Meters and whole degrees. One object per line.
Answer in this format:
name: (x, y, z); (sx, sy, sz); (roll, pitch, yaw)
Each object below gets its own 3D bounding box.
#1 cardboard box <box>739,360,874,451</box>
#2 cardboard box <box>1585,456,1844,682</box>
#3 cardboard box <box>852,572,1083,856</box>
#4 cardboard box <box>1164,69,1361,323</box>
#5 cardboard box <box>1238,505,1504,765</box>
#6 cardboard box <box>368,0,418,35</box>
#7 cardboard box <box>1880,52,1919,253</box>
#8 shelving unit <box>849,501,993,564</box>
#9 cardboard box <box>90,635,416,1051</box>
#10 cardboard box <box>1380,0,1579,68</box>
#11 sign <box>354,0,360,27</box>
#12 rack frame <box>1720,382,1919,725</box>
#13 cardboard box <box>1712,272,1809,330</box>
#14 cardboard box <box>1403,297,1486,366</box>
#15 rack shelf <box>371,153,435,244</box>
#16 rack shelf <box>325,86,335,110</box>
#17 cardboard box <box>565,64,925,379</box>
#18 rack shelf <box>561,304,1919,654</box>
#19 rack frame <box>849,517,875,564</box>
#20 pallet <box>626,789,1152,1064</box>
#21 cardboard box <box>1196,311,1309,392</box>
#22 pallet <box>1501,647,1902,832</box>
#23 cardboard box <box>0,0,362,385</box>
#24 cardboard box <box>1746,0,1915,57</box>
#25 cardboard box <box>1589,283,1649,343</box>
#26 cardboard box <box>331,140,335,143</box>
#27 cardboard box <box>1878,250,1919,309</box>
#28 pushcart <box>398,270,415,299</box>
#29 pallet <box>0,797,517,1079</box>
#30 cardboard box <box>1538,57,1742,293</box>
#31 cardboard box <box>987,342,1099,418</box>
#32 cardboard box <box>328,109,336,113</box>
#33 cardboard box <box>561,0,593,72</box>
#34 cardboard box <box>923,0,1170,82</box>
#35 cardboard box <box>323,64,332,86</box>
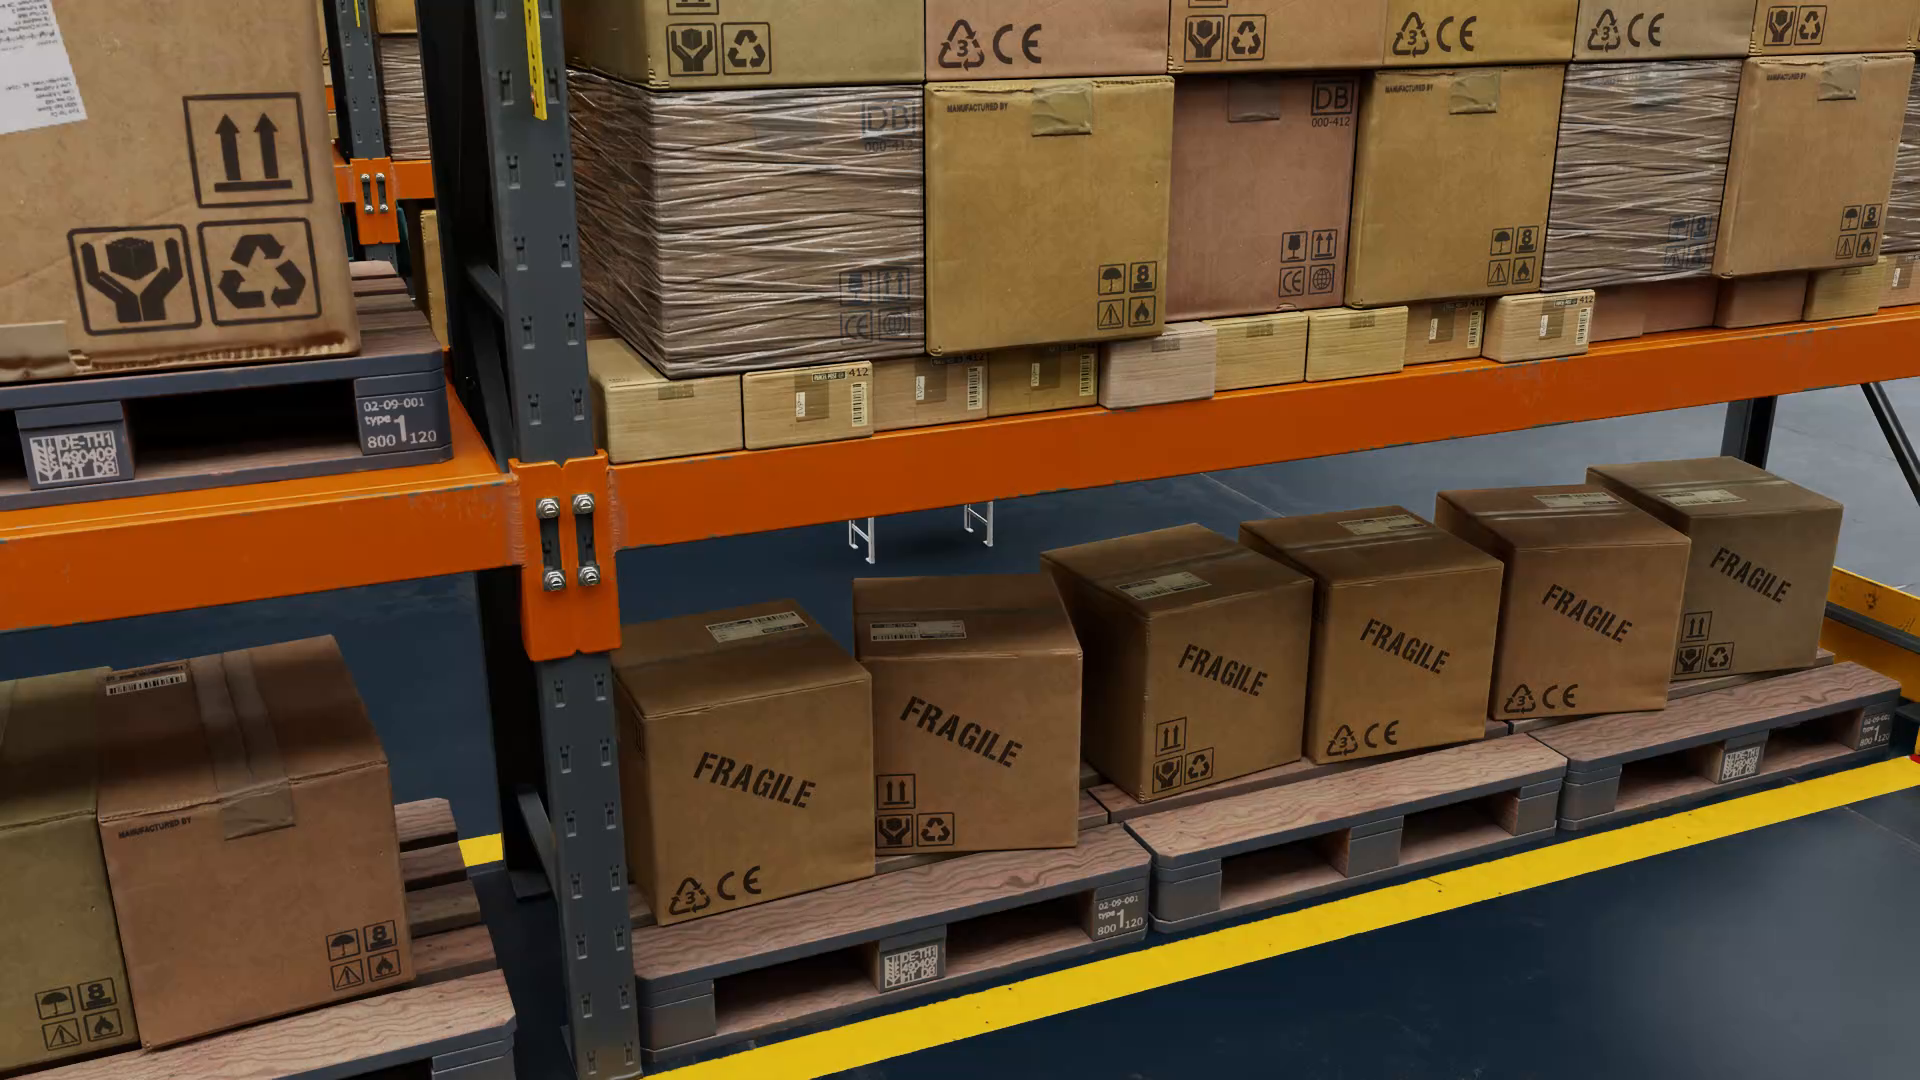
cardboard box: (-0.352, -0.306, 3.252); (0.250, 0.149, 0.380); (-8, 21, -22)
cardboard box: (2.190, 0.073, 4.929); (0.500, 0.500, 0.500); (-4, 20, -12)
cardboard box: (0.003, 0.404, 3.989); (0.500, 0.500, 0.500); (-2, 19, -5)
cardboard box: (0.427, -0.838, 3.787); (0.500, 0.500, 0.875); (-8, 21, -22)
cardboard box: (1.072, 0.239, 4.459); (0.500, 0.500, 0.500); (-6, 20, -17)
cardboard box: (-2.422, -2.603, 7.546); (0.550, 0.550, 0.875); (-8, 21, -22)
cardboard box: (2.254, -1.108, 4.555); (0.500, 0.500, 0.875); (-8, 21, -22)
shelving unit: (-0.152, -0.544, 6.261); (0.503, 1.200, 0.258); (-8, 21, -22)
cardboard box: (-1.475, 0.587, 3.439); (0.500, 0.500, 0.700); (-10, 22, -26)
cardboard box: (0.984, -1.300, 3.595); (0.500, 0.500, 0.500); (-8, 21, -22)
sign: (-2.551, -2.329, 6.996); (0.005, 0.325, 0.100); (-8, 21, -22)
rack frame: (2.770, -0.985, 4.803); (0.127, 3.000, 1.000); (-8, 21, -22)
cardboard box: (1.915, -0.656, 4.248); (0.250, 0.149, 0.380); (-8, 21, -22)
cardboard box: (0.997, -0.525, 3.874); (0.250, 0.149, 0.380); (-8, 21, -22)
rack shelf: (-0.938, -1.908, 8.508); (4.000, 0.370, 1.077); (-8, 21, -22)
rack shelf: (-2.992, -3.405, 12.758); (4.000, 0.370, 1.077); (-8, 21, -22)
cardboard box: (-0.465, -0.686, 3.357); (0.500, 0.500, 0.875); (-8, 21, -22)
rack shelf: (0.934, -0.382, 4.175); (4.000, 0.370, 1.077); (-8, 21, -22)
rack frame: (-0.376, -0.512, 6.170); (0.015, 1.200, 0.240); (-8, 21, -22)
pallet: (-0.300, 0.757, 4.053); (1.213, 0.211, 1.003); (-8, 21, -22)
cardboard box: (0.552, -0.449, 3.658); (0.250, 0.149, 0.380); (-8, 21, -22)
pallet: (1.940, 0.437, 4.964); (1.213, 0.211, 1.003); (-8, 21, -22)
cardboard box: (-1.688, -0.878, 2.963); (1.000, 1.000, 1.000); (-8, 21, -22)
cardboard box: (1.906, -1.429, 3.959); (0.500, 0.500, 0.500); (-8, 21, -22)
cardboard box: (1.449, -0.596, 4.078); (0.250, 0.149, 0.380); (-8, 21, -22)
cardboard box: (-6.222, -3.858, 16.470); (0.500, 0.250, 0.500); (-8, 21, -21)
cardboard box: (2.360, -0.733, 4.466); (0.250, 0.149, 0.380); (-8, 21, -22)
pushcart: (-3.879, -1.555, 10.371); (0.936, 0.377, 1.648); (-17, 26, -40)
pallet: (-1.617, 0.959, 3.479); (1.213, 0.211, 1.003); (-8, 21, -22)
cardboard box: (1.366, -0.953, 4.115); (0.500, 0.500, 0.875); (-8, 21, -22)
cardboard box: (0.093, -0.383, 3.471); (0.250, 0.149, 0.380); (-8, 21, -22)
cardboard box: (-6.229, -4.335, 16.319); (0.500, 0.250, 0.500); (-8, 21, -23)
cardboard box: (-0.599, -1.261, 3.483); (0.500, 0.500, 0.500); (-8, 21, -22)
cardboard box: (0.070, -1.166, 3.212); (0.500, 0.500, 0.500); (-8, 21, -22)
cardboard box: (-4.412, -3.306, 11.773); (0.250, 0.149, 0.380); (-8, 21, -22)
